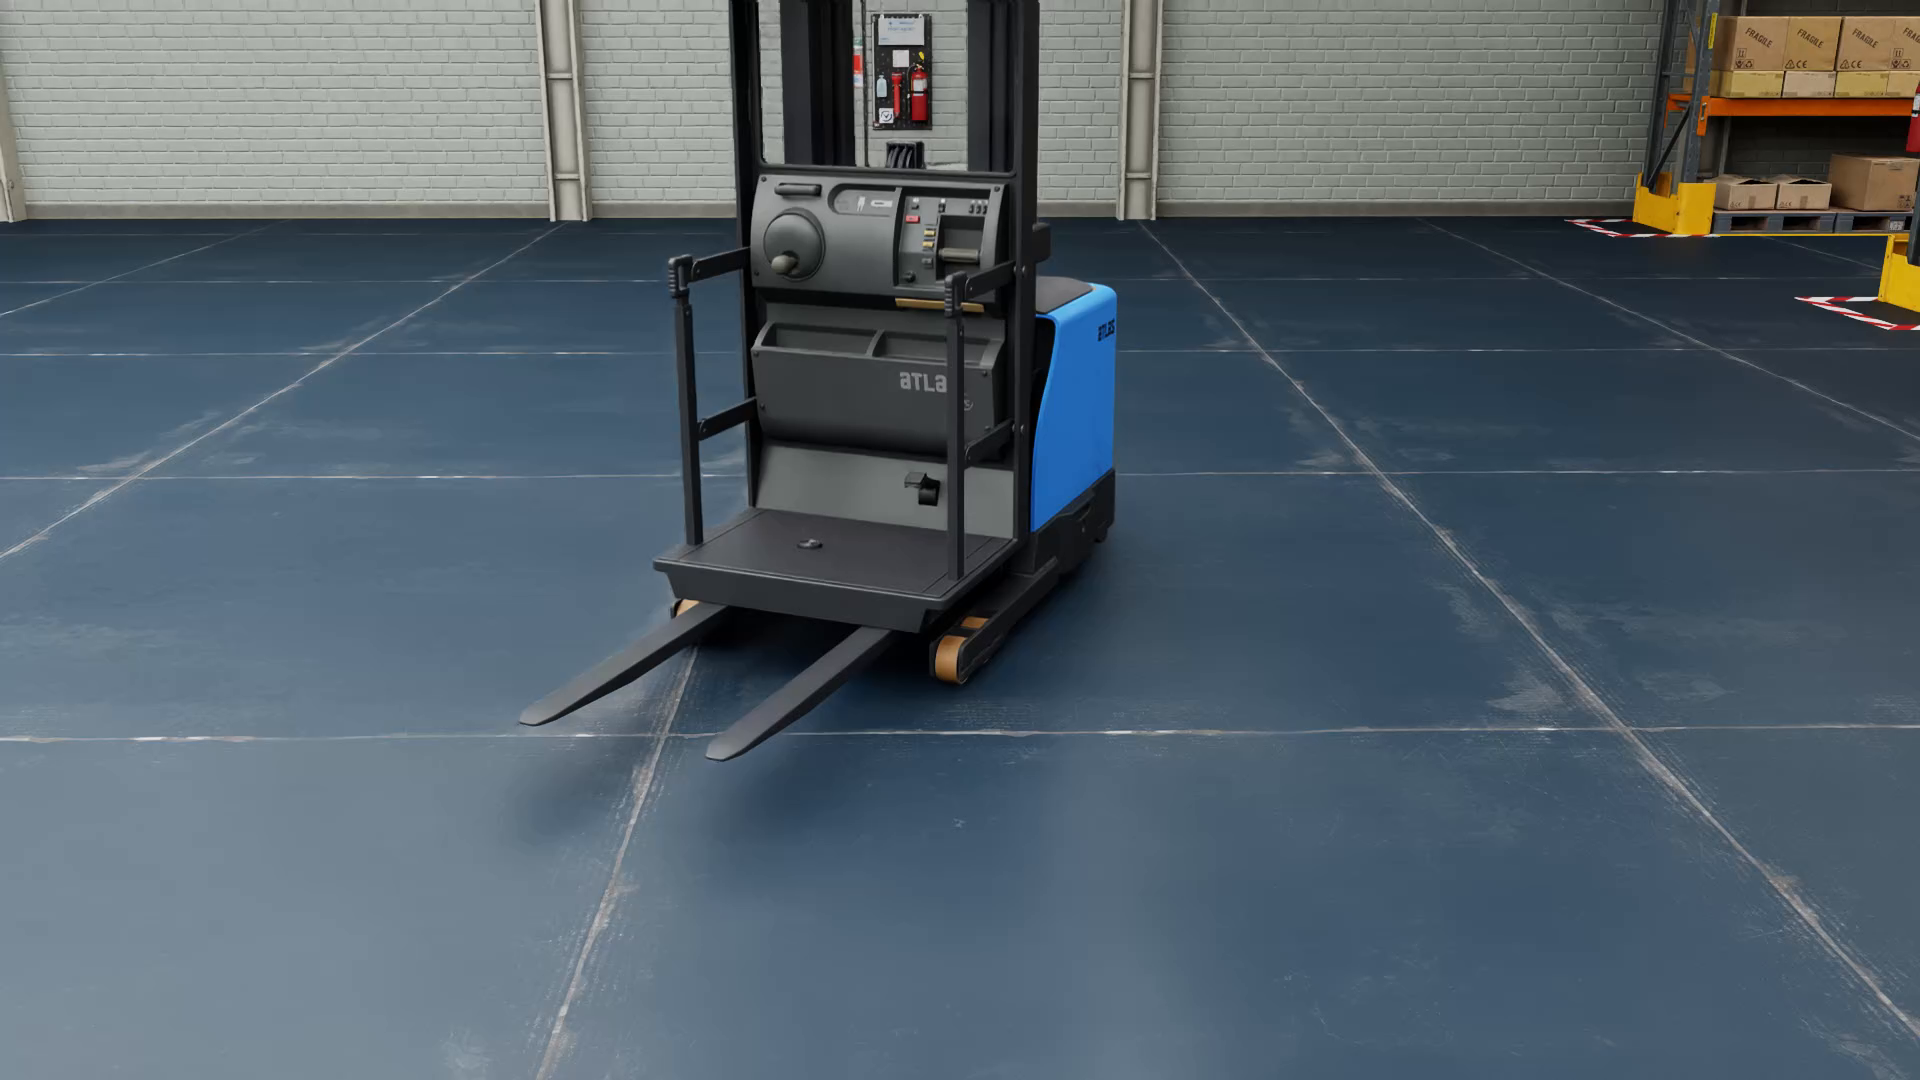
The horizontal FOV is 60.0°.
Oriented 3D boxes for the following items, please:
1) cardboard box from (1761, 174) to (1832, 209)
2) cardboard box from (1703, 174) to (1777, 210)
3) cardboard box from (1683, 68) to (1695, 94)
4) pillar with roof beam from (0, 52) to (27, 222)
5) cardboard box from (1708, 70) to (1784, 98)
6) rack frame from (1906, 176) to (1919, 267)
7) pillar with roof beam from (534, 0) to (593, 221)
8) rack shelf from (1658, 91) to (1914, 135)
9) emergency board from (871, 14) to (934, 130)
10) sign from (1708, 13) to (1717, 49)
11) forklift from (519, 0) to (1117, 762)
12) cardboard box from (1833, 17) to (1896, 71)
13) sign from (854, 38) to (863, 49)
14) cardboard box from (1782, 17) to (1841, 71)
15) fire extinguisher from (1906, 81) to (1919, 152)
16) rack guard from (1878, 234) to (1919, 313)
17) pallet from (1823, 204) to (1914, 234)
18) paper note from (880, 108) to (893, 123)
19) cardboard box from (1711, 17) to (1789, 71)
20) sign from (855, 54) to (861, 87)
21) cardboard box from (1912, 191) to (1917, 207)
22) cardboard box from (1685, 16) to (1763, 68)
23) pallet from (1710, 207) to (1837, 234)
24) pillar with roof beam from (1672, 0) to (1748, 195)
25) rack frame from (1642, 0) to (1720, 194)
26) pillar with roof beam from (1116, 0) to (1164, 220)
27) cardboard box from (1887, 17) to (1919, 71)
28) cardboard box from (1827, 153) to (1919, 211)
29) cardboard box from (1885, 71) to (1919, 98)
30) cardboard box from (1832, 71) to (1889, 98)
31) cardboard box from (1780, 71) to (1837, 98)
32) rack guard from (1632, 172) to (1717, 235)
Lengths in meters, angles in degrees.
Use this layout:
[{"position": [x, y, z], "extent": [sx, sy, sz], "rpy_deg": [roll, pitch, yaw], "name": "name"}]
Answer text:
[{"position": [8.452, -3.534, 16.834], "extent": [0.500, 0.311, 0.500], "rpy_deg": [1, 18, 4], "name": "cardboard box"}, {"position": [7.882, -3.531, 16.826], "extent": [0.500, 0.311, 0.500], "rpy_deg": [-2, 18, -7], "name": "cardboard box"}, {"position": [7.653, -4.626, 16.769], "extent": [0.500, 0.250, 0.500], "rpy_deg": [0, 18, 0], "name": "cardboard box"}, {"position": [-10.055, -6.349, 12.106], "extent": [0.400, 9.000, 9.100], "rpy_deg": [0, 18, -1], "name": "pillar with roof beam"}, {"position": [7.682, -4.469, 16.283], "extent": [0.500, 0.250, 0.500], "rpy_deg": [-1, 18, -2], "name": "cardboard box"}, {"position": [7.271, -3.113, 11.841], "extent": [0.127, 3.000, 1.000], "rpy_deg": [0, 18, -1], "name": "rack frame"}, {"position": [-4.055, -6.377, 12.196], "extent": [0.400, 9.000, 9.100], "rpy_deg": [0, 18, -1], "name": "pillar with roof beam"}, {"position": [9.189, -4.293, 16.698], "extent": [4.000, 0.370, 1.077], "rpy_deg": [0, 18, -1], "name": "rack shelf"}, {"position": [-0.596, -4.864, 17.301], "extent": [0.643, 1.169, 0.194], "rpy_deg": [0, 18, -1], "name": "emergency board"}, {"position": [7.198, -4.872, 15.909], "extent": [0.005, 0.325, 0.100], "rpy_deg": [0, 18, -1], "name": "sign"}, {"position": [-0.372, -1.058, 5.548], "extent": [1.130, 2.935, 3.031], "rpy_deg": [7, 19, 21], "name": "forklift"}, {"position": [8.682, -4.832, 16.184], "extent": [0.500, 0.500, 0.500], "rpy_deg": [-1, 18, -3], "name": "cardboard box"}, {"position": [-1.145, -5.160, 17.296], "extent": [0.331, 0.109, 0.001], "rpy_deg": [0, 18, -1], "name": "sign"}, {"position": [8.165, -4.831, 16.182], "extent": [0.500, 0.500, 0.500], "rpy_deg": [0, 18, -1], "name": "cardboard box"}, {"position": [7.145, -3.218, 12.294], "extent": [0.183, 0.674, 0.296], "rpy_deg": [0, 18, -1], "name": "fire extinguisher"}, {"position": [7.247, -1.923, 12.223], "extent": [0.348, 0.500, 1.175], "rpy_deg": [0, 18, -1], "name": "rack guard"}, {"position": [9.294, -3.297, 16.979], "extent": [1.213, 0.211, 1.003], "rpy_deg": [0, 18, -1], "name": "pallet"}, {"position": [-0.774, -4.465, 17.498], "extent": [0.142, 0.148, 0.016], "rpy_deg": [0, 18, -1], "name": "paper note"}, {"position": [7.671, -4.832, 16.184], "extent": [0.500, 0.500, 0.500], "rpy_deg": [0, 18, -1], "name": "cardboard box"}, {"position": [-1.150, -4.910, 17.385], "extent": [0.234, 0.329, 0.001], "rpy_deg": [0, 18, -1], "name": "sign"}, {"position": [9.589, -3.496, 16.981], "extent": [0.250, 0.149, 0.380], "rpy_deg": [-2, 18, -5], "name": "cardboard box"}, {"position": [7.657, -4.988, 16.672], "extent": [0.500, 0.500, 0.500], "rpy_deg": [0, 18, -1], "name": "cardboard box"}, {"position": [8.078, -3.292, 16.963], "extent": [1.213, 0.211, 1.003], "rpy_deg": [0, 18, -1], "name": "pallet"}, {"position": [7.943, -6.435, 12.377], "extent": [0.400, 9.000, 9.100], "rpy_deg": [0, 18, -1], "name": "pillar with roof beam"}, {"position": [7.189, -4.626, 16.558], "extent": [0.127, 3.000, 1.000], "rpy_deg": [0, 18, -1], "name": "rack frame"}, {"position": [1.944, -6.406, 12.286], "extent": [0.400, 9.000, 9.100], "rpy_deg": [0, 18, -1], "name": "pillar with roof beam"}, {"position": [9.198, -4.838, 16.203], "extent": [0.500, 0.500, 0.500], "rpy_deg": [0, 18, 1], "name": "cardboard box"}, {"position": [9.186, -3.612, 16.769], "extent": [0.500, 0.500, 0.700], "rpy_deg": [-1, 18, -4], "name": "cardboard box"}, {"position": [9.216, -4.479, 16.311], "extent": [0.500, 0.250, 0.500], "rpy_deg": [0, 18, 0], "name": "cardboard box"}, {"position": [8.710, -4.477, 16.306], "extent": [0.500, 0.250, 0.500], "rpy_deg": [-1, 18, -2], "name": "cardboard box"}, {"position": [8.201, -4.476, 16.304], "extent": [0.500, 0.250, 0.500], "rpy_deg": [-1, 18, -3], "name": "cardboard box"}, {"position": [7.265, -3.436, 16.941], "extent": [0.348, 0.500, 1.175], "rpy_deg": [0, 18, -1], "name": "rack guard"}]
